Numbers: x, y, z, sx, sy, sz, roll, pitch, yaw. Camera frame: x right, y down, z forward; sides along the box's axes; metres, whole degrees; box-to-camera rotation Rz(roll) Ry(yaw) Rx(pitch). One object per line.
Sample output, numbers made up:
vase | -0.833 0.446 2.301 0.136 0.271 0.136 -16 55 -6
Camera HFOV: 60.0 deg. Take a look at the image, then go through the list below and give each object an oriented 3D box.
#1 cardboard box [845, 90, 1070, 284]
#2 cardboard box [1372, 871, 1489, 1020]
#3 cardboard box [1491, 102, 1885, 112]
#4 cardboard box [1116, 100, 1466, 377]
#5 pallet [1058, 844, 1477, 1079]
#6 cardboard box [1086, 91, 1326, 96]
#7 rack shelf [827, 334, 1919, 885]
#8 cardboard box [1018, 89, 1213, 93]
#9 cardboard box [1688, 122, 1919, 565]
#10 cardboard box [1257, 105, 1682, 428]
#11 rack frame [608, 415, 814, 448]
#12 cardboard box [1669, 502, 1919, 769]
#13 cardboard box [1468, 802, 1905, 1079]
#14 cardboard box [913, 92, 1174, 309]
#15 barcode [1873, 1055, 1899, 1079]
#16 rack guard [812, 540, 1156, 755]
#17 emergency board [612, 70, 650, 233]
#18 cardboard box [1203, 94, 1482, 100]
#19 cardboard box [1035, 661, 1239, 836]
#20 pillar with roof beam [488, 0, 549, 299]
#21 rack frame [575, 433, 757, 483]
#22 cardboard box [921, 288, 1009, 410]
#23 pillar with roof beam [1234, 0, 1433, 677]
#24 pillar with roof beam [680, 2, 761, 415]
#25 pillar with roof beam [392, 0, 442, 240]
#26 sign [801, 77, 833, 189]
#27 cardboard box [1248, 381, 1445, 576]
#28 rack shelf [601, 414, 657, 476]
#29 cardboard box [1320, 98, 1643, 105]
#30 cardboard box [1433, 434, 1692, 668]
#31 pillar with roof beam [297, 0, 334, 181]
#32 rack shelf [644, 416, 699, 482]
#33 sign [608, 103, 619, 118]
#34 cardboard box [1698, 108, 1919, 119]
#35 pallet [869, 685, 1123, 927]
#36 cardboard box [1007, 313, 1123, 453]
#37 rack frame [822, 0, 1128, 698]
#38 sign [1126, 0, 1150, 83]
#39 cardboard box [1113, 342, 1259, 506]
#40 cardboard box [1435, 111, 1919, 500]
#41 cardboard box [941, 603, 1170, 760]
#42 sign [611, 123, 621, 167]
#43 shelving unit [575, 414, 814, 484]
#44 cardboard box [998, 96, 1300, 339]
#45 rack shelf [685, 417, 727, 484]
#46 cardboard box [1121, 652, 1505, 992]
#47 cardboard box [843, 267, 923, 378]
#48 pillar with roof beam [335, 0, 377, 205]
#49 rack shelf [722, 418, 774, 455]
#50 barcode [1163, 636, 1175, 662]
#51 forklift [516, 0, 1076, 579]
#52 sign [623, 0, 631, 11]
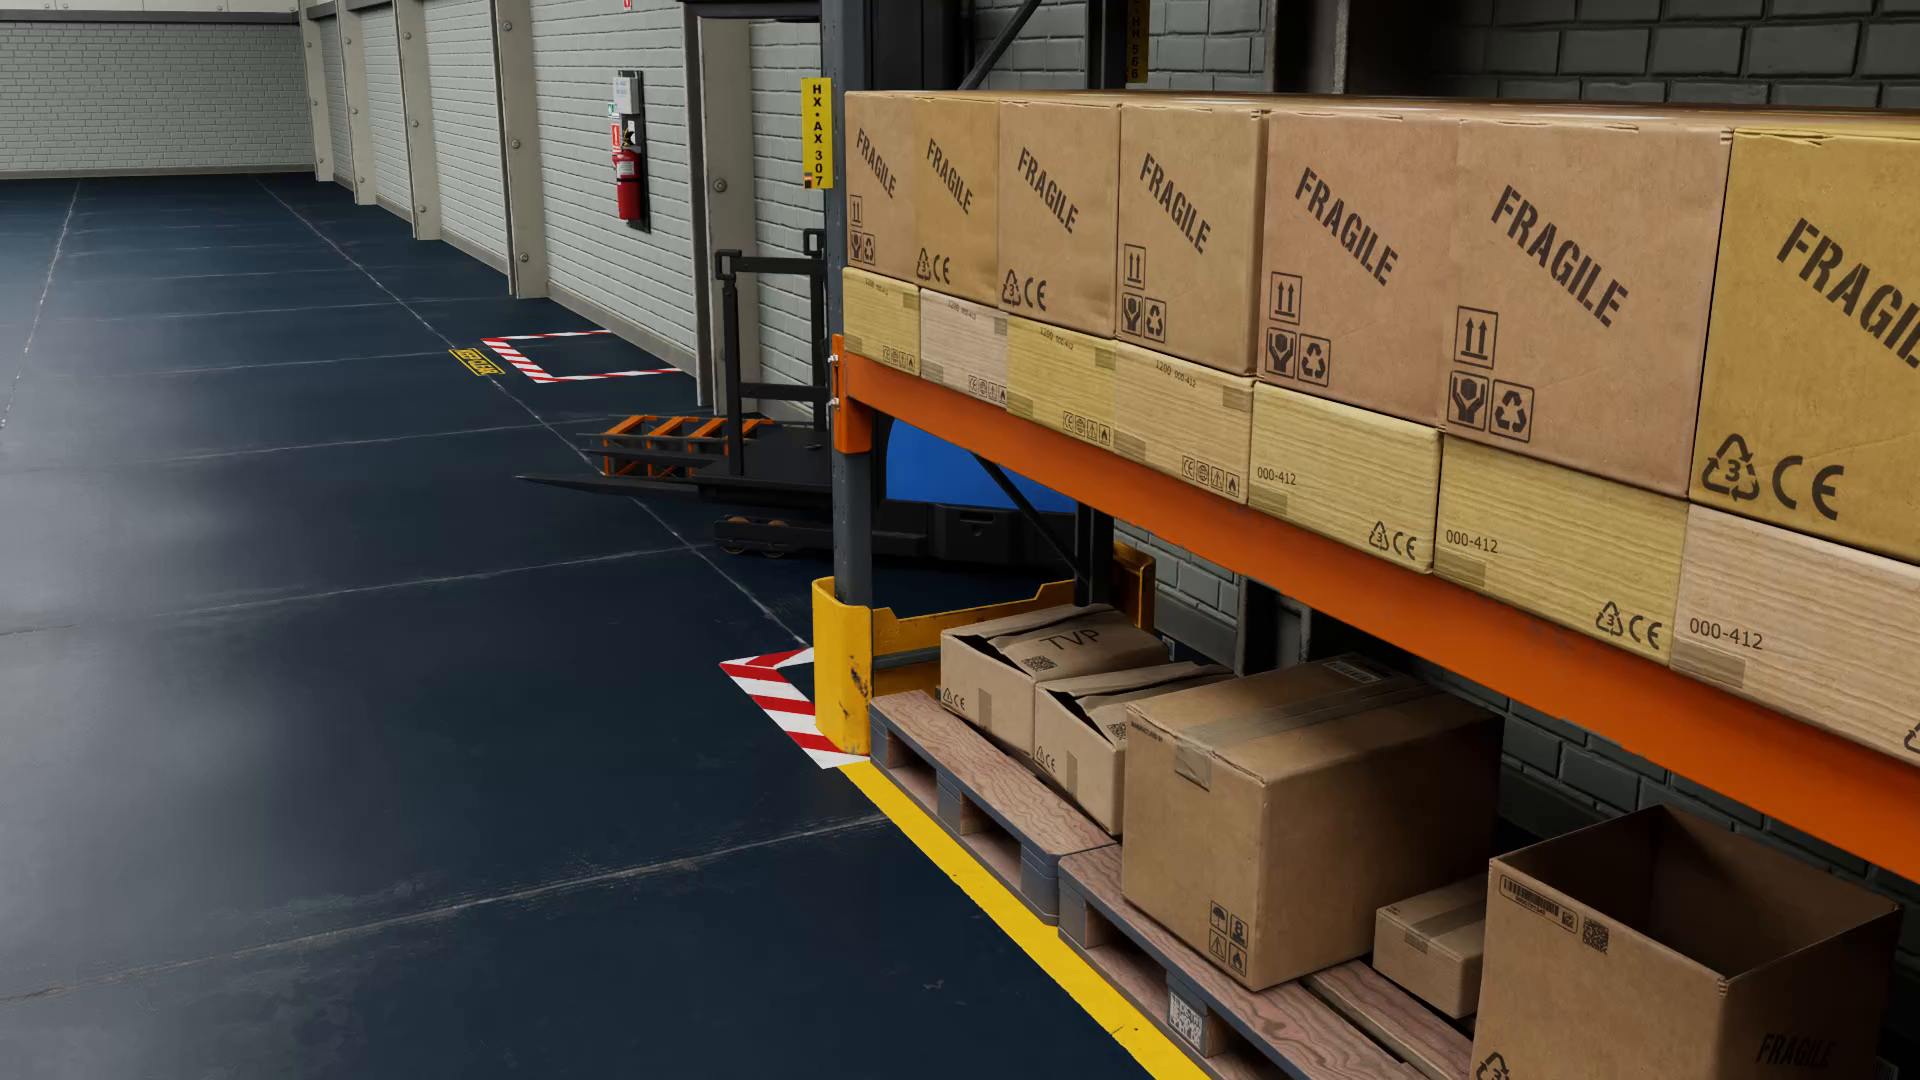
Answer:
cardboard box | -0.001 -1.019 4.741 0.500 0.500 0.500 -8 18 -25
cardboard box | 1.130 0.876 3.633 0.380 0.149 0.250 -9 18 -29
cardboard box | 1.358 -0.577 3.200 0.500 0.500 0.500 -7 17 -23
cardboard box | 0.665 -0.640 3.420 0.500 0.500 0.500 -7 17 -23
pallet | 0.948 0.991 3.915 1.003 0.211 1.213 -8 18 -25
cardboard box | 0.670 -0.957 4.523 0.500 0.500 0.500 -7 18 -24
rack shelf | 0.937 -0.034 3.737 1.077 0.370 4.000 -8 18 -25
cardboard box | 0.458 -1.083 4.963 0.500 0.500 0.500 -8 18 -26
cardboard box | 1.328 -0.262 2.102 0.500 0.500 0.500 -8 18 -25
cardboard box | 0.893 -0.511 2.971 0.500 0.500 0.500 -8 18 -26
rack frame | -1.349 -0.551 9.138 1.200 0.240 0.015 2 16 8
cardboard box | 1.333 0.097 2.209 0.500 0.250 0.500 -8 18 -25
cardboard box | 1.322 0.853 3.074 0.500 0.500 0.500 -9 18 -29
cardboard box | 0.207 -0.896 4.310 0.500 0.500 0.500 -8 18 -25
barcode | 1.710 0.993 3.093 0.001 0.075 0.075 -8 18 -25
rack guard | 0.094 0.344 5.645 1.175 0.500 0.348 -8 18 -25
emergency board | -2.532 -2.912 12.461 0.194 1.169 0.643 -8 18 -25
cardboard box | 0.900 -0.829 4.079 0.500 0.500 0.500 -8 18 -26
cardboard box | 0.532 0.529 4.548 0.500 0.311 0.500 -6 17 -20
pillar with roof beam | -7.982 -6.146 12.854 9.100 9.000 0.400 -8 18 -25
rack frame | -1.424 -0.418 8.674 1.200 0.240 0.015 2 16 8
cardboard box | 0.229 -0.527 4.386 0.500 0.250 0.500 -8 18 -27
pillar with roof beam | -2.725 -3.171 2.485 9.100 9.000 0.400 -8 18 -25
pillar with roof beam | -5.354 -4.658 7.669 9.100 9.000 0.400 -8 18 -25
pillar with roof beam | -10.611 -7.634 18.038 9.100 9.000 0.400 -8 18 -25
sign | -0.427 -1.227 5.018 0.100 0.325 0.005 -8 18 -25
cardboard box | 0.888 -0.150 3.071 0.500 0.250 0.500 -8 18 -25
rack shelf | -1.775 -0.501 8.964 0.148 0.258 0.480 2 16 8
cardboard box | 1.121 -0.704 3.643 0.500 0.500 0.500 -7 18 -24
cardboard box | 1.122 -0.027 2.643 0.500 0.250 0.500 -8 18 -25
pillar with roof beam | -15.868 -10.609 28.407 9.100 9.000 0.400 -8 18 -25
rack shelf | -1.541 -0.491 8.929 0.148 0.258 0.480 2 16 8
sign | -2.688 -3.331 12.896 0.001 0.109 0.331 -8 18 -25
cardboard box | 1.571 -0.453 2.767 0.500 0.500 0.500 -8 18 -25
pallet | 0.418 0.689 4.968 1.003 0.211 1.213 -8 18 -25
cardboard box | 0.447 -0.400 3.943 0.500 0.250 0.500 -8 18 -26
rack frame | 0.060 -0.876 5.366 1.000 3.000 0.127 -8 18 -25
sign | 0.568 -1.647 5.379 0.100 0.325 0.005 -8 18 -25
cardboard box | 0.666 -0.275 3.505 0.500 0.250 0.500 -7 18 -24
cardboard box | 1.104 -0.385 2.531 0.500 0.500 0.500 -8 18 -25
cardboard box | 0.283 0.387 5.040 0.500 0.311 0.500 -10 19 -31
sign | -2.682 -3.079 12.977 0.001 0.329 0.234 -8 18 -25
shelving unit | -1.387 -0.485 8.906 1.200 0.258 0.503 2 16 8
cardboard box | 0.428 -0.767 3.861 0.500 0.500 0.500 -8 18 -27
rack shelf | -1.320 -0.482 8.896 0.148 0.258 0.480 2 16 8
cardboard box | 0.809 0.626 3.867 0.700 0.500 0.500 -9 18 -28
cardboard box | -0.011 -0.654 4.828 0.500 0.250 0.500 -8 18 -27
pillar with roof beam | -13.239 -9.122 23.222 9.100 9.000 0.400 -8 18 -25
rack shelf | -1.124 -0.473 8.867 0.148 0.258 0.480 2 16 8
barcode | 0.650 0.339 5.192 0.001 0.075 0.075 -8 18 -25
forklift | -0.599 -1.461 7.528 3.031 2.935 1.130 5 17 17
sign | -2.446 -4.041 12.190 0.001 0.298 0.199 -8 18 -25
